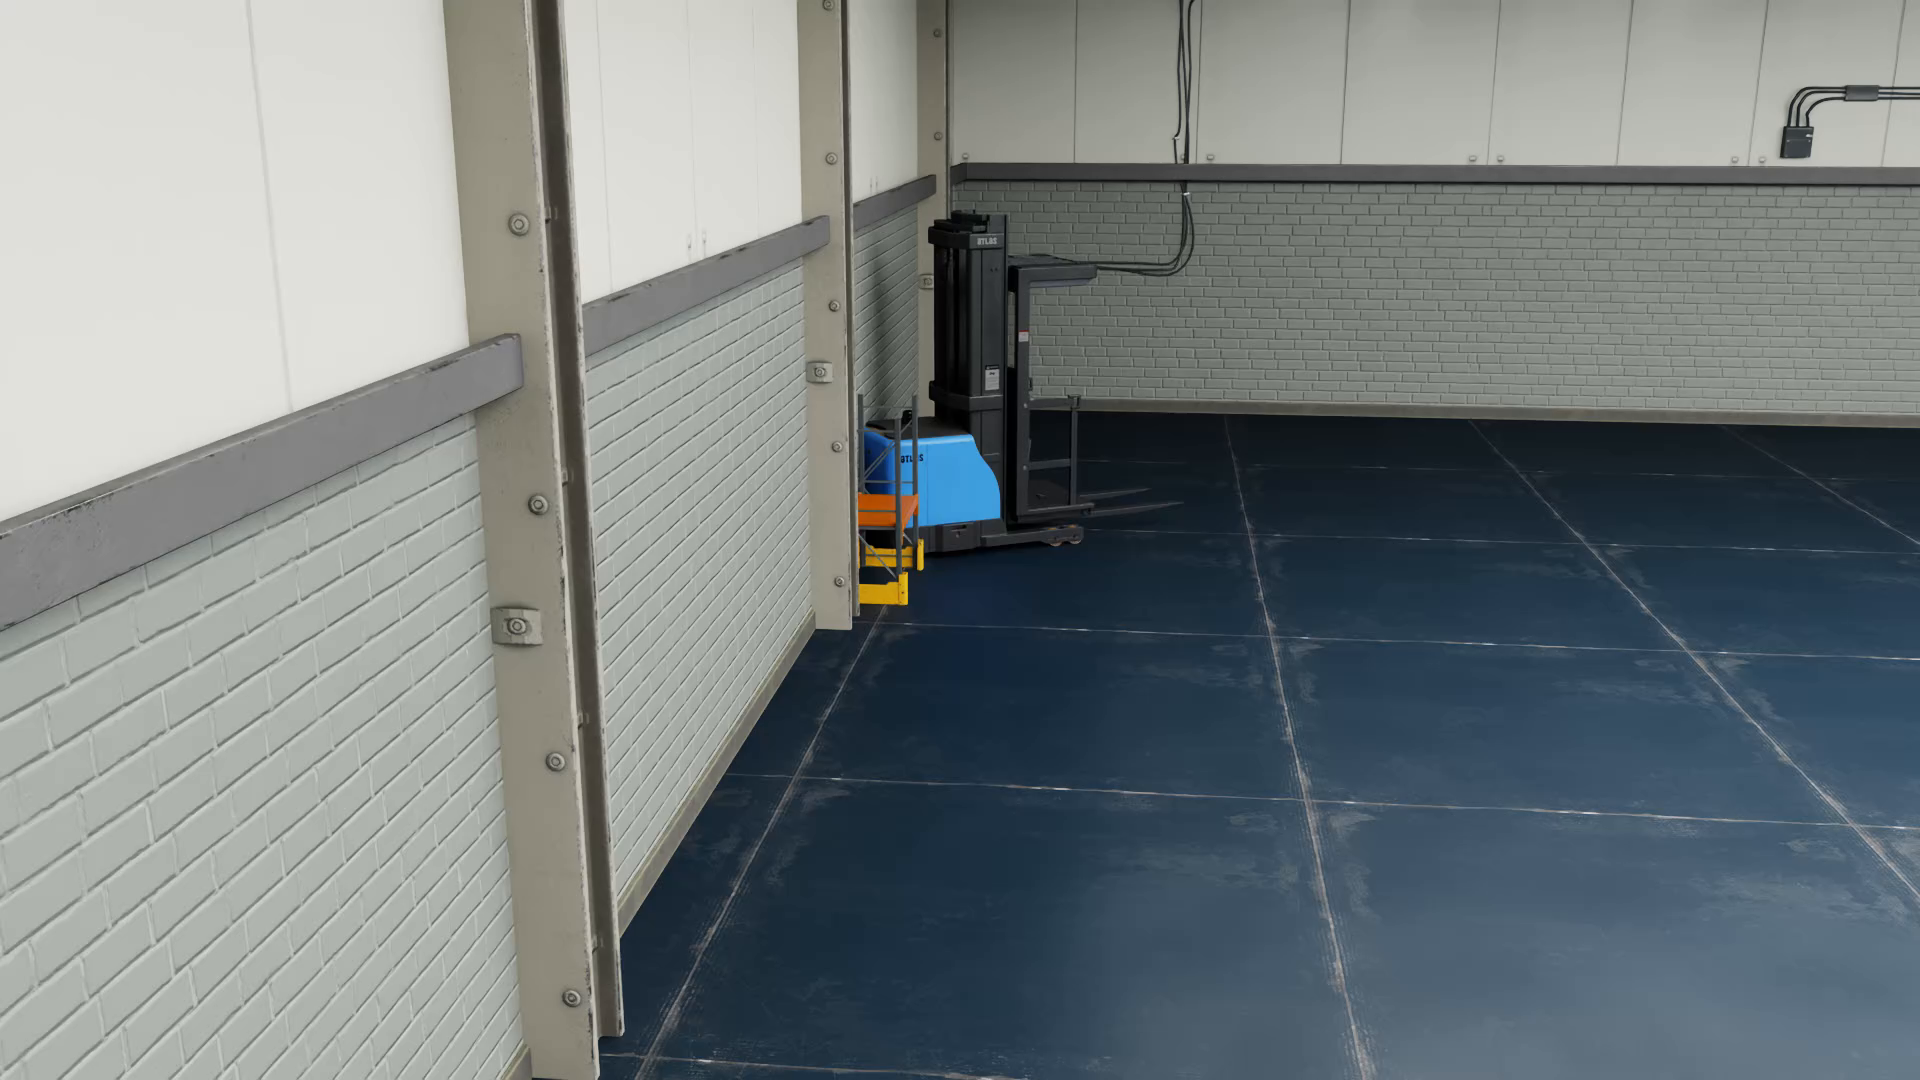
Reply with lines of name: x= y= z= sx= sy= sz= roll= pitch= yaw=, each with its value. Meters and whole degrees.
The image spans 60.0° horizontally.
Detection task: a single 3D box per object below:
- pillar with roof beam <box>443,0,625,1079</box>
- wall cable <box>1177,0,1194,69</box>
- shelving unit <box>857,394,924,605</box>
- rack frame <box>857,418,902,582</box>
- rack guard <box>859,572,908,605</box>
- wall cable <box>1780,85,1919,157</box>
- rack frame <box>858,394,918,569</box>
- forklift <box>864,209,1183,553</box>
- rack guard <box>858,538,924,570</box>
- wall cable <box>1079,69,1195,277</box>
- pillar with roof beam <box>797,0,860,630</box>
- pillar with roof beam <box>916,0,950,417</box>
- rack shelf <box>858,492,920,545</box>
pillar with roof beam: x=2.640 y=-2.033 z=5.442 sx=9.100 sy=9.000 sz=0.400 roll=2 pitch=15 yaw=6
wall cable: x=4.051 y=-6.857 z=19.554 sx=3.097 sy=2.526 sz=0.112 roll=2 pitch=15 yaw=6
shelving unit: x=-0.659 y=-0.355 z=13.600 sx=0.587 sy=1.500 sz=1.083 roll=2 pitch=15 yaw=6
rack frame: x=-0.712 y=-0.225 z=13.121 sx=0.500 sy=1.500 sz=0.032 roll=2 pitch=15 yaw=6
rack guard: x=-0.712 y=0.378 z=13.285 sx=0.587 sy=0.250 sz=0.087 roll=2 pitch=15 yaw=6
wall cable: x=10.794 y=-7.356 z=18.610 sx=2.305 sy=6.003 sz=0.169 roll=2 pitch=15 yaw=6
rack frame: x=-0.605 y=-0.489 z=14.097 sx=0.500 sy=1.500 sz=0.032 roll=2 pitch=15 yaw=6
forklift: x=0.573 y=-1.478 z=15.014 sx=3.031 sy=2.935 sz=1.130 roll=-6 pitch=16 yaw=-22
rack guard: x=-0.607 y=0.120 z=14.241 sx=0.587 sy=0.250 sz=0.087 roll=2 pitch=15 yaw=6
wall cable: x=1.363 y=-4.499 z=20.508 sx=3.097 sy=2.526 sz=0.112 roll=2 pitch=15 yaw=6
pillar with roof beam: x=3.317 y=-3.590 z=11.197 sx=9.100 sy=9.000 sz=0.400 roll=2 pitch=15 yaw=6
pillar with roof beam: x=3.994 y=-5.146 z=16.952 sx=9.100 sy=9.000 sz=0.400 roll=2 pitch=15 yaw=6
rack shelf: x=-0.658 y=-0.183 z=13.656 sx=0.538 sy=0.185 sz=1.000 roll=2 pitch=15 yaw=6
